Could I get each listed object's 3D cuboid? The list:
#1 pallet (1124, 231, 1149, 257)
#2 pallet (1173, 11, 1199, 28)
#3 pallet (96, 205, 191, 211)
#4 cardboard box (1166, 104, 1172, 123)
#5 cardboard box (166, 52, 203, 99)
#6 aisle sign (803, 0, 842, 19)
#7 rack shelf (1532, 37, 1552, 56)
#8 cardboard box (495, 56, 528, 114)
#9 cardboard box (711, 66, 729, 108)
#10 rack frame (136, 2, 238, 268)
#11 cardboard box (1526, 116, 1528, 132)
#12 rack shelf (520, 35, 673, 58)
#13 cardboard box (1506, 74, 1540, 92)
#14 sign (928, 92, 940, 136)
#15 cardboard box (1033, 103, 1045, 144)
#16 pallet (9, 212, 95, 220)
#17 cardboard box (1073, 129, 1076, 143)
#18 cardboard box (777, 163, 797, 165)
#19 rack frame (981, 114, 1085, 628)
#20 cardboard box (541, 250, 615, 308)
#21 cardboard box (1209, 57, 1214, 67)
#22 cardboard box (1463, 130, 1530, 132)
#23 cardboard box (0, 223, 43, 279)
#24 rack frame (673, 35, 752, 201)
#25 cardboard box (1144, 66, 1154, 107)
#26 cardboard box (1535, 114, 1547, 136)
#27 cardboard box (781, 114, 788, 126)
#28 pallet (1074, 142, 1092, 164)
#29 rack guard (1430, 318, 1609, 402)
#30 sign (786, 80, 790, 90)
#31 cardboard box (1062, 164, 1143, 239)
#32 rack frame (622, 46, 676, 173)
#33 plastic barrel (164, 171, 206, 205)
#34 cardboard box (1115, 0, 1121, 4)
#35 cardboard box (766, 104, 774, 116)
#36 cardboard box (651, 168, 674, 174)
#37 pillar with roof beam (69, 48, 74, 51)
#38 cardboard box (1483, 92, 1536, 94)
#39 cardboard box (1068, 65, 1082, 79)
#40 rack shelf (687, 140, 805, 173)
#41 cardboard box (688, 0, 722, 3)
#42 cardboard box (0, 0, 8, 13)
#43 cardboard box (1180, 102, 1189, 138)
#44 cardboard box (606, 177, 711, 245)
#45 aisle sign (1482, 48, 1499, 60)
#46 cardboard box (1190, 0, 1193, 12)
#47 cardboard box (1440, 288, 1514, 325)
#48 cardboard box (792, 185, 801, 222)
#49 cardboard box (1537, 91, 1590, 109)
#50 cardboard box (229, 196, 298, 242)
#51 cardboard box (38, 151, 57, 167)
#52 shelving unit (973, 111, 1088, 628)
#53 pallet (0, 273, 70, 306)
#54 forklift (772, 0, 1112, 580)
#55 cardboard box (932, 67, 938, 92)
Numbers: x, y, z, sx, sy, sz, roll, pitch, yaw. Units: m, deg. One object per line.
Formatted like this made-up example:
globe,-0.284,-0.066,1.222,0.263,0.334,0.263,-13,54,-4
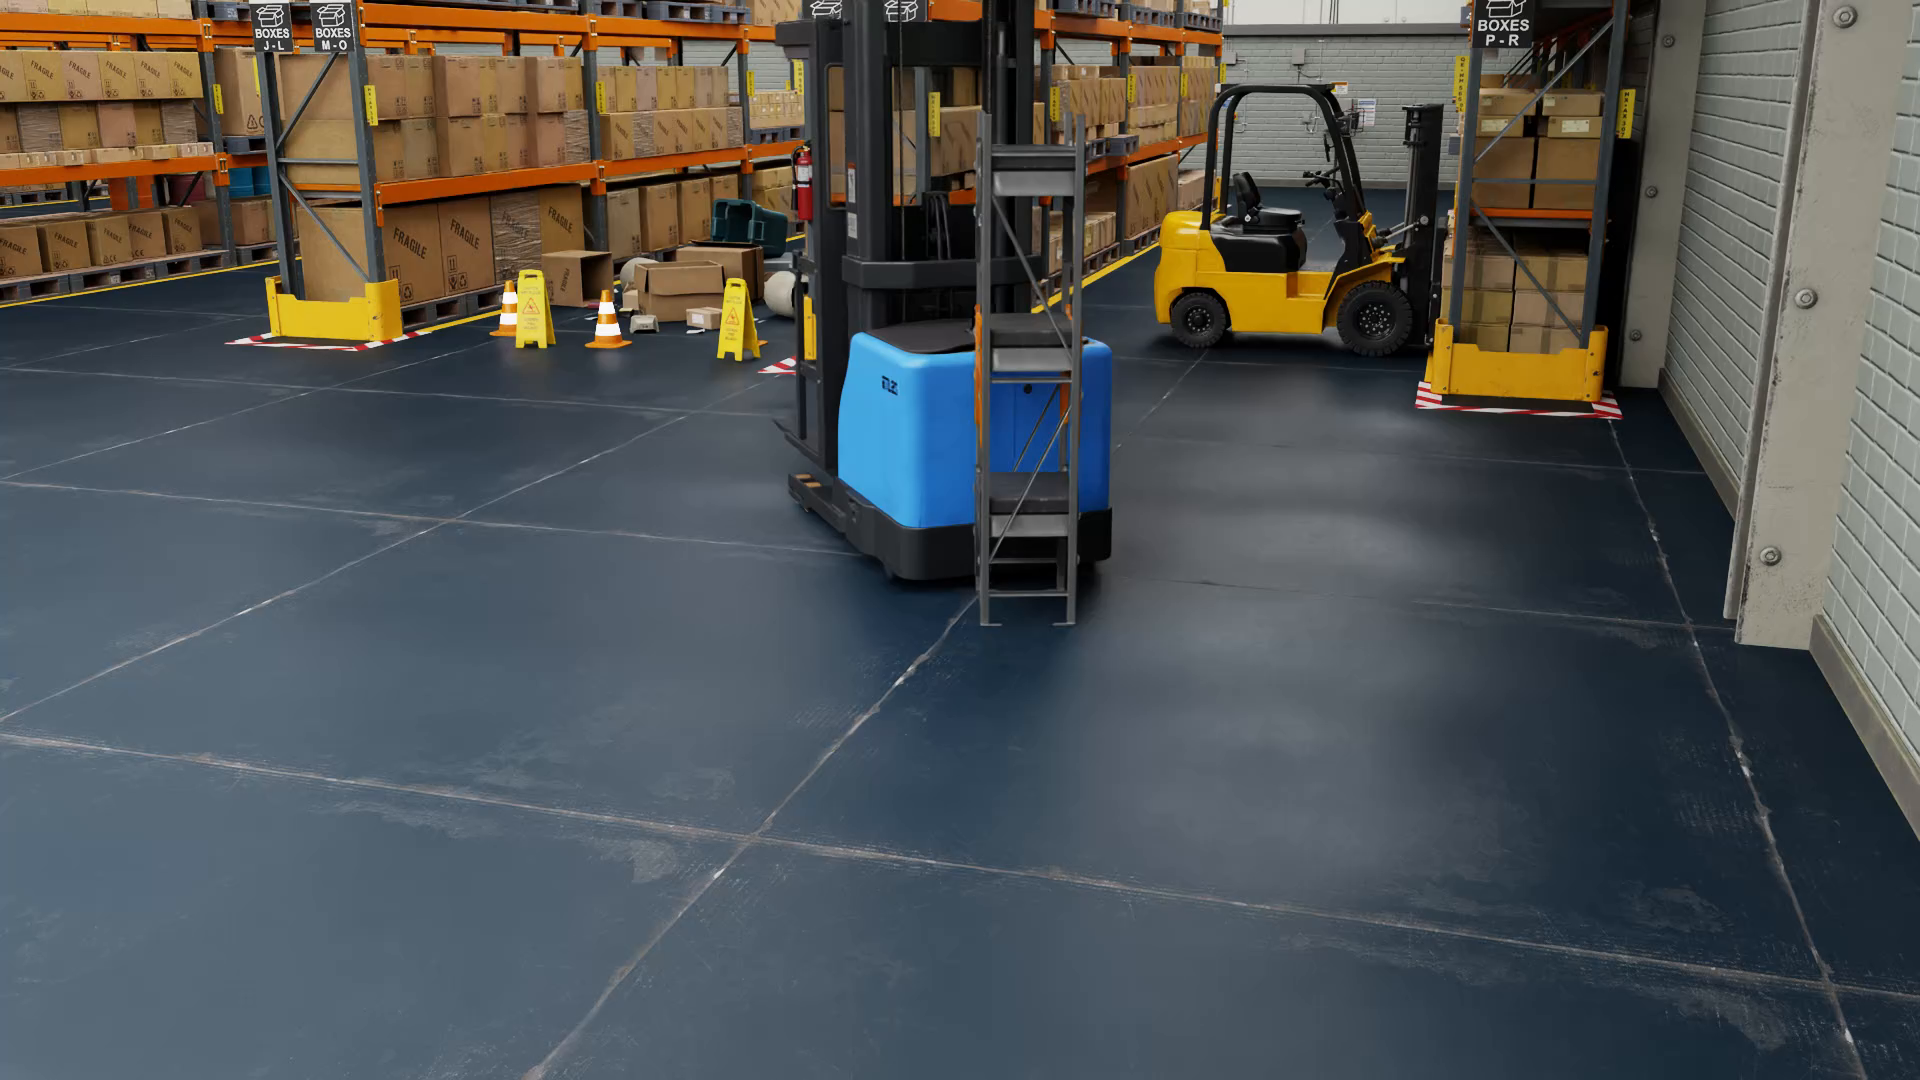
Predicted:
pallet,1.846,-3.851,21.520,1.003,0.211,1.213,5,16,16
pallet,2.929,-7.652,24.477,1.003,0.211,1.213,5,16,16
pallet,-12.517,-5.013,25.615,1.003,0.211,1.213,5,16,16
cardboard box,2.659,-5.941,23.138,0.500,0.250,0.500,5,17,17
cardboard box,-8.953,-5.247,18.772,0.500,0.500,0.500,5,16,16
aisle sign,-1.020,-4.156,12.721,0.394,0.787,0.004,5,16,16
rack shelf,8.015,-7.275,24.302,1.077,0.370,4.000,5,16,16
cardboard box,-4.830,-4.517,16.505,0.875,0.550,0.550,5,16,16
cardboard box,-3.362,-5.762,21.131,0.700,0.500,0.500,5,16,16
rack frame,-9.089,-4.714,19.453,1.000,3.000,0.127,5,16,16
cardboard box,4.124,-3.184,12.686,0.380,0.149,0.250,5,16,15
rack shelf,-6.247,-8.427,28.365,1.077,0.370,4.000,5,16,16
cardboard box,8.125,-6.455,23.947,0.500,0.500,0.500,4,16,14
sign,-0.204,-3.274,12.787,0.100,0.325,0.005,5,16,16
cardboard box,0.525,-4.001,16.211,0.500,0.500,0.500,4,16,14
pallet,-12.958,-4.604,24.173,1.003,0.211,1.213,5,16,16
cardboard box,1.073,-4.356,17.880,0.380,0.149,0.250,5,17,17
cardboard box,-2.353,-5.269,23.846,0.500,0.250,0.500,4,16,13
rack frame,0.288,-0.644,6.752,0.400,2.100,0.015,-1,16,-2
cardboard box,-3.819,-2.616,16.632,0.500,0.500,0.500,8,18,25
cardboard box,3.871,-7.675,26.686,0.380,0.149,0.250,4,16,15
cardboard box,4.226,-2.982,13.161,0.500,0.500,0.500,4,16,15
cardboard box,-9.895,-2.988,17.179,0.500,0.500,0.500,10,18,30
rack frame,-3.225,-5.350,21.693,1.000,3.000,0.127,5,16,16
cardboard box,2.218,-5.896,21.604,0.500,0.500,0.500,5,17,17
cardboard box,4.390,-3.014,12.085,0.380,0.149,0.250,5,16,16
cardboard box,-2.603,-5.814,23.019,0.380,0.149,0.250,5,17,18
pallet,0.769,-4.042,17.435,1.003,0.211,1.213,5,16,16
rack guard,4.029,-1.306,12.019,1.175,0.500,0.348,5,16,16
sign,-2.611,-6.853,25.406,0.100,0.325,0.005,5,16,16
cardboard box,1.825,-4.346,21.280,0.875,0.875,0.875,4,16,15
rack frame,-5.678,-7.854,30.521,1.000,3.000,0.127,5,16,16
plastic barrel,-12.257,-5.611,26.266,0.600,0.588,0.708,5,16,16
cardboard box,1.649,-6.959,20.918,0.700,0.500,0.500,4,16,13
cardboard box,-2.748,-5.826,22.518,0.380,0.149,0.250,4,16,14
cardboard box,-5.784,-6.860,30.142,0.875,0.875,0.875,5,16,16
pillar with roof beam,-15.860,-12.332,35.315,9.100,9.000,0.400,5,16,16
cardboard box,4.167,-3.325,12.639,0.380,0.149,0.250,5,17,16
cardboard box,1.095,-5.039,17.910,0.380,0.149,0.250,6,17,19
rack shelf,-2.657,-5.527,23.636,1.077,0.370,4.000,5,16,16
cardboard box,-3.184,-6.757,20.632,0.380,0.166,0.250,5,16,16
cardboard box,-9.700,-5.280,16.225,0.500,0.250,0.500,4,16,15
cardboard box,3.071,-6.189,24.470,0.500,0.500,0.500,5,17,18
cardboard box,-3.730,-4.088,20.598,1.050,0.750,0.750,5,17,17
aisle sign,8.321,-7.993,26.247,0.394,0.787,0.004,5,16,16
cardboard box,3.350,-8.348,25.977,0.500,0.311,0.500,5,17,17
cardboard box,3.875,-1.787,12.484,0.500,0.250,0.500,4,16,15
cardboard box,-2.499,-4.781,23.499,0.500,0.500,0.500,4,16,14
cardboard box,4.803,-3.492,13.228,0.380,0.149,0.250,5,17,16
cardboard box,-8.740,-4.006,20.729,0.700,0.500,0.500,5,16,16
cardboard box,-9.567,-3.930,17.150,0.380,0.149,0.250,5,16,16
shelving unit,0.279,-0.711,6.986,0.431,2.100,0.503,-1,16,-2
pallet,-9.939,-2.556,16.953,1.003,0.211,1.213,5,16,16
forklift,-0.289,-1.588,8.557,1.130,2.935,3.031,-6,17,-20
cardboard box,-0.591,-3.995,14.357,0.700,0.500,0.500,4,16,15
